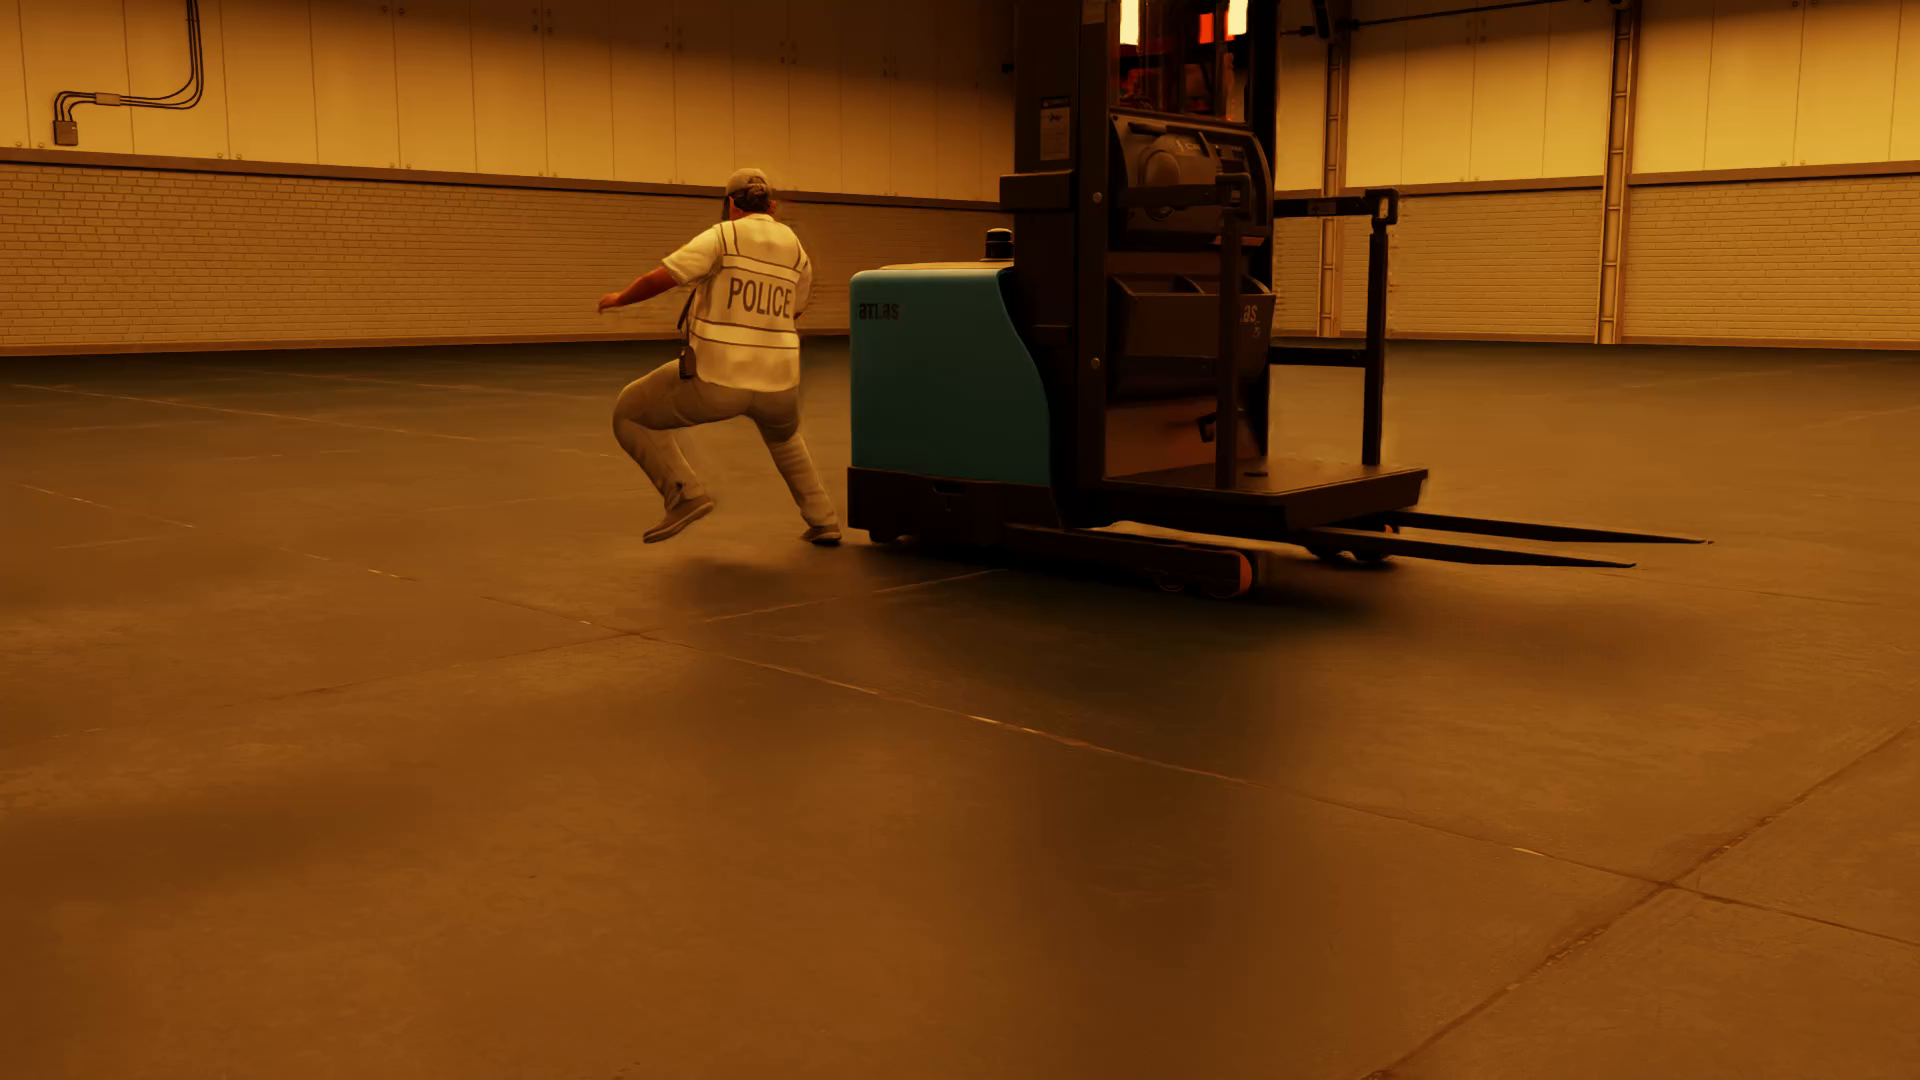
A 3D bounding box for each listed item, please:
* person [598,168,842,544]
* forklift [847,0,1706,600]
[{"bbox_3d":[-0.898,-0.666,6.391,0.897,1.487,0.743,-5,10,-32],"label":"person"},{"bbox_3d":[0.992,-1.342,5.787,3.031,2.935,1.130,7,11,41],"label":"forklift"}]
